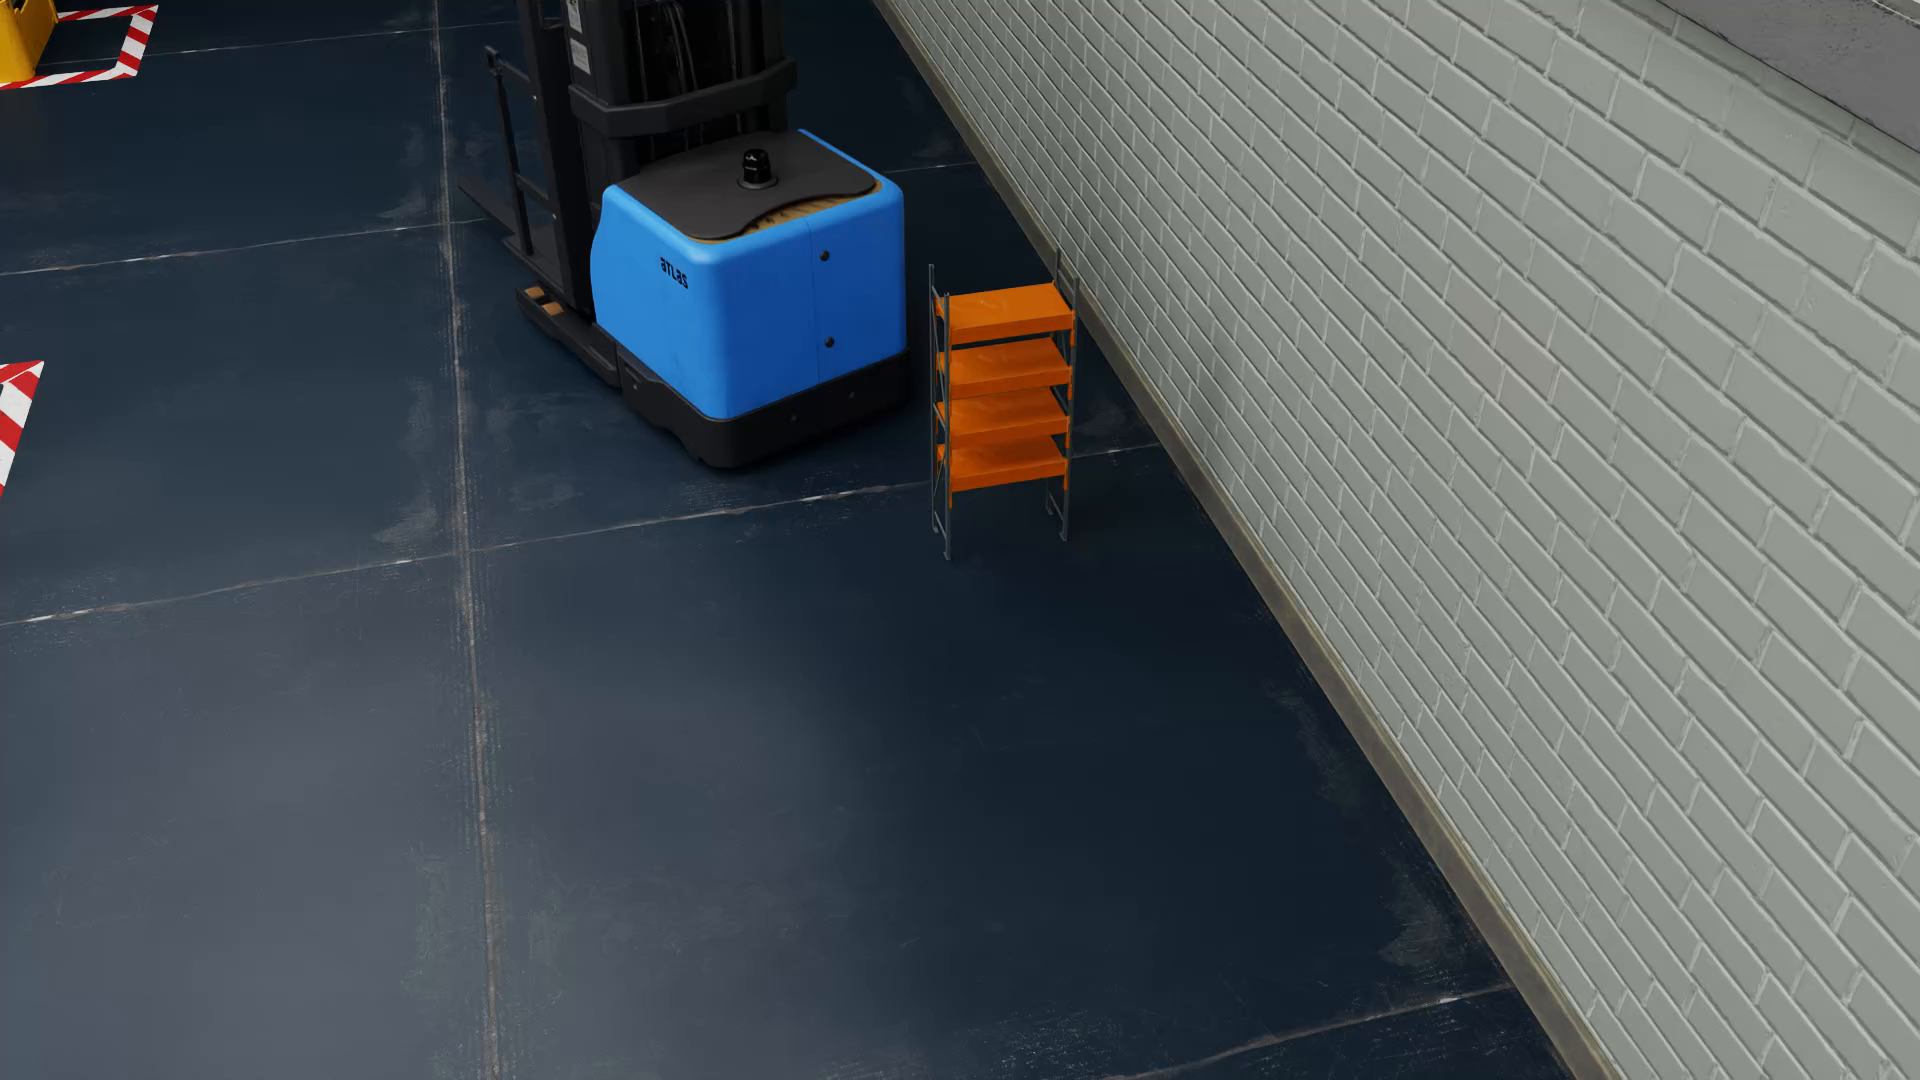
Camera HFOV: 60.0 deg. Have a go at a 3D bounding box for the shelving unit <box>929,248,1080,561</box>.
[{"bbox_3d":[0.160,-0.503,6.420,0.503,1.200,0.258,-9,38,-12],"label":"shelving unit"}]

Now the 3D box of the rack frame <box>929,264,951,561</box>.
[{"bbox_3d":[-0.076,-0.464,6.369,0.015,1.200,0.240,-9,38,-12],"label":"rack frame"}]

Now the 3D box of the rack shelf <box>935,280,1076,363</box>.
[{"bbox_3d":[0.160,-0.815,6.181,0.480,0.148,0.258,-9,38,-12],"label":"rack shelf"}]

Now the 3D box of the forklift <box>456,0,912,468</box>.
[{"bbox_3d":[-1.513,-2.307,7.354,1.130,2.935,3.031,-25,44,-29],"label":"forklift"}]

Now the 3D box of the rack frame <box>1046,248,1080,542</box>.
[{"bbox_3d":[0.395,-0.541,6.470,0.015,1.200,0.240,-9,38,-12],"label":"rack frame"}]

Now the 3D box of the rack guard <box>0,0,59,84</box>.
[{"bbox_3d":[-6.213,-3.435,10.828,0.348,0.500,1.175,-9,38,-12],"label":"rack guard"}]

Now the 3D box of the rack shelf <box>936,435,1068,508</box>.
[{"bbox_3d":[0.160,-0.292,6.581,0.480,0.148,0.258,-9,38,-12],"label":"rack shelf"}]

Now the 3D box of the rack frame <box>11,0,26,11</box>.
[{"bbox_3d":[-6.237,-4.424,10.064,0.127,3.000,1.000,-9,38,-12],"label":"rack frame"}]

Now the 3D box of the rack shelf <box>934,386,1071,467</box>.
[{"bbox_3d":[0.160,-0.449,6.461,0.480,0.148,0.258,-9,38,-12],"label":"rack shelf"}]

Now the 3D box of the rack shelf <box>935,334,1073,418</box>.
[{"bbox_3d":[0.160,-0.627,6.325,0.480,0.148,0.258,-9,38,-12],"label":"rack shelf"}]
